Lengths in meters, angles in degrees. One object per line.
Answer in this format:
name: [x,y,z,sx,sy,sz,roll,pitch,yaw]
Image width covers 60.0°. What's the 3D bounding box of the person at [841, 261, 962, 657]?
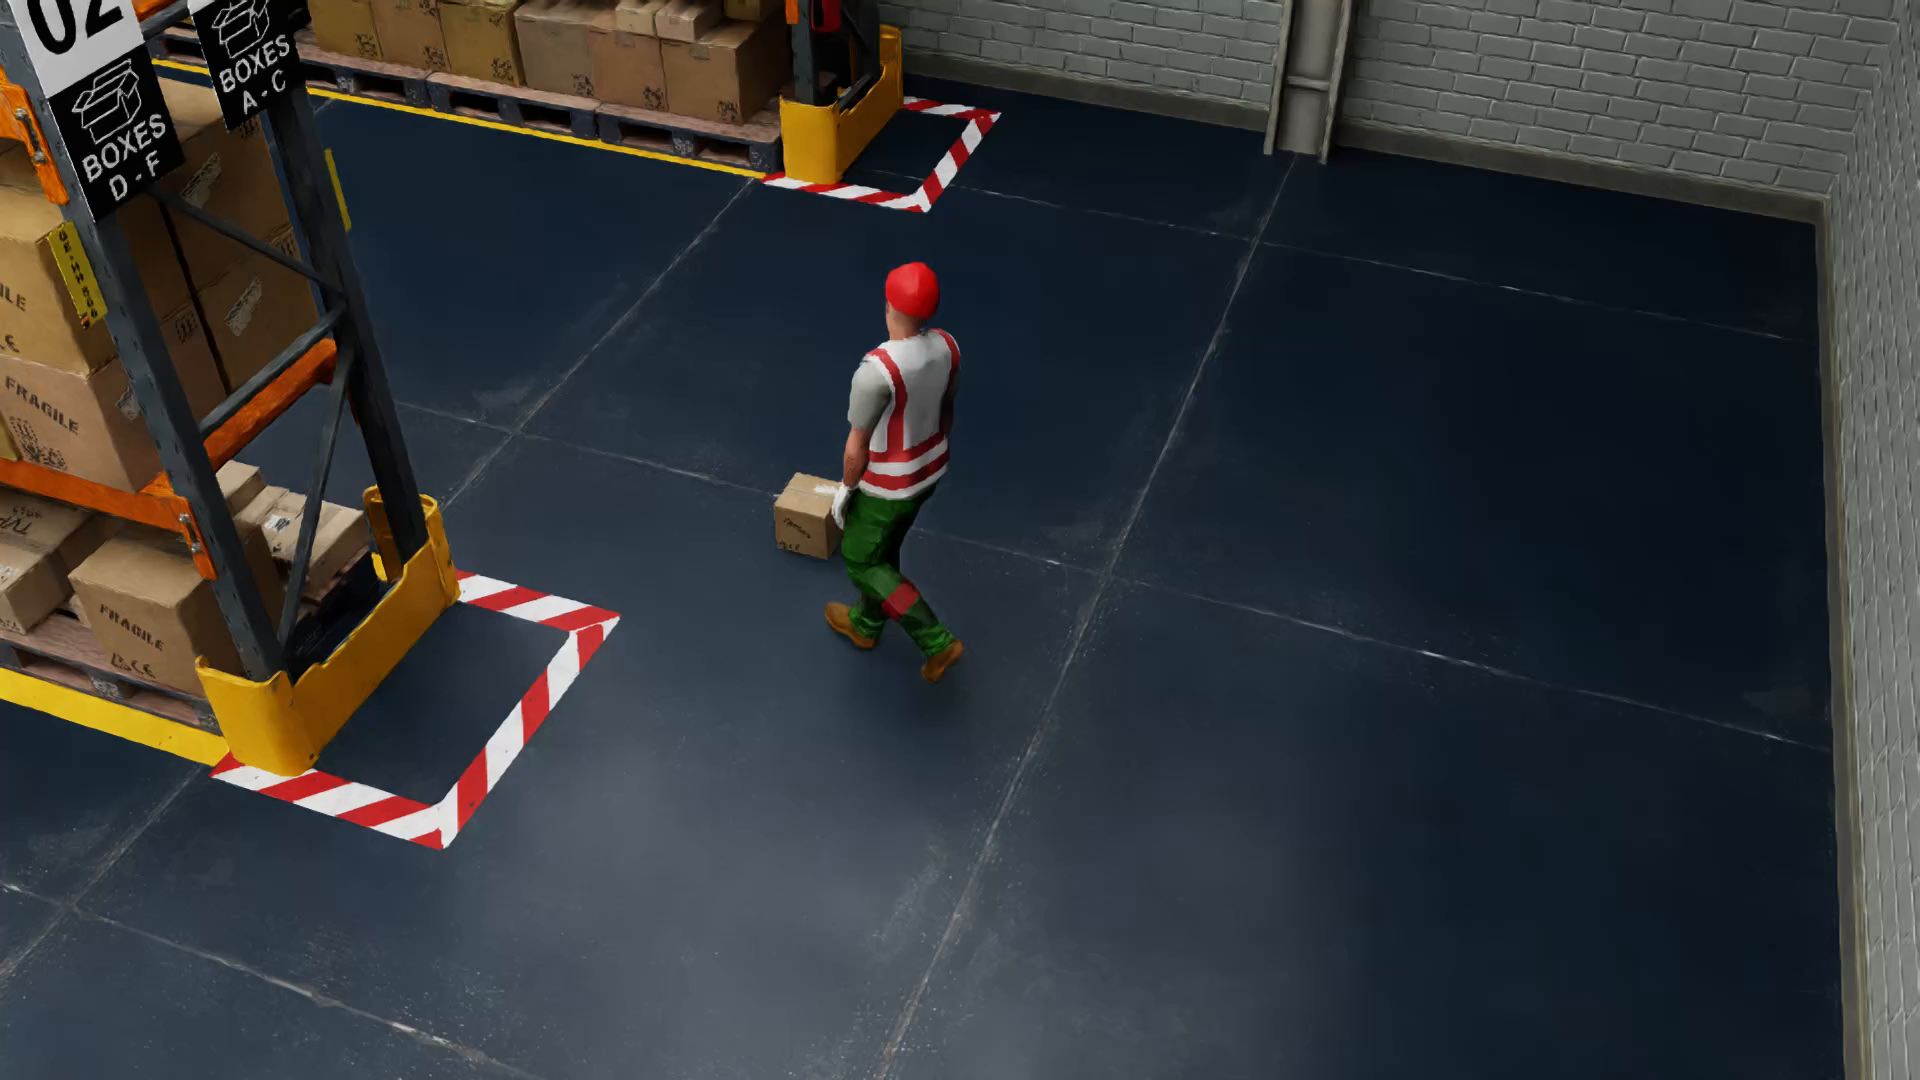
person: [-0.156,-0.242,6.390,0.597,1.701,0.572,28,48,28]
